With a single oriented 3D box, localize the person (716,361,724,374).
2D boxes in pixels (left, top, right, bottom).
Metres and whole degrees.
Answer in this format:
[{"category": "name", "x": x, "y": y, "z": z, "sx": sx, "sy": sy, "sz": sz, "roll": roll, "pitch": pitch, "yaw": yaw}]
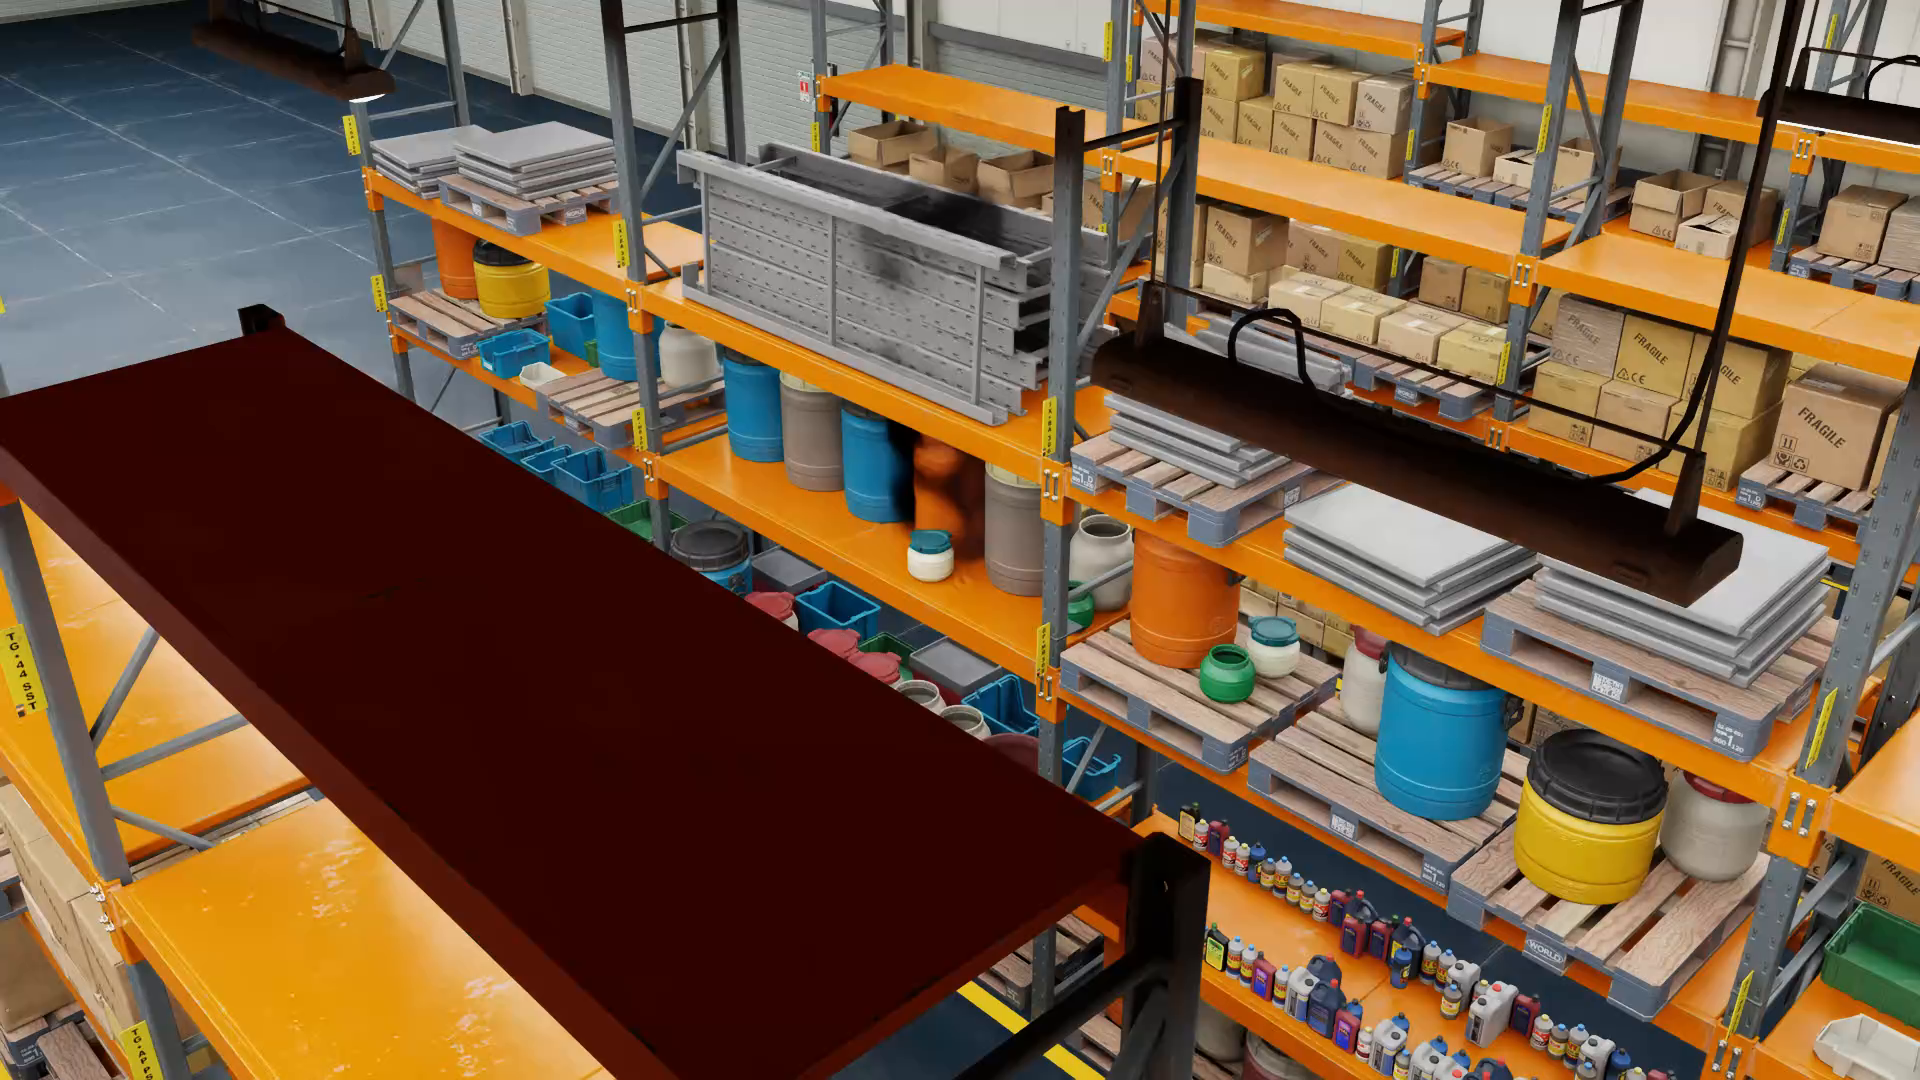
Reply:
[{"category": "person", "x": -3.291, "y": -2.511, "z": 19.601, "sx": 1.058, "sy": 1.776, "sz": 0.707, "roll": -7, "pitch": 29, "yaw": -13}]
